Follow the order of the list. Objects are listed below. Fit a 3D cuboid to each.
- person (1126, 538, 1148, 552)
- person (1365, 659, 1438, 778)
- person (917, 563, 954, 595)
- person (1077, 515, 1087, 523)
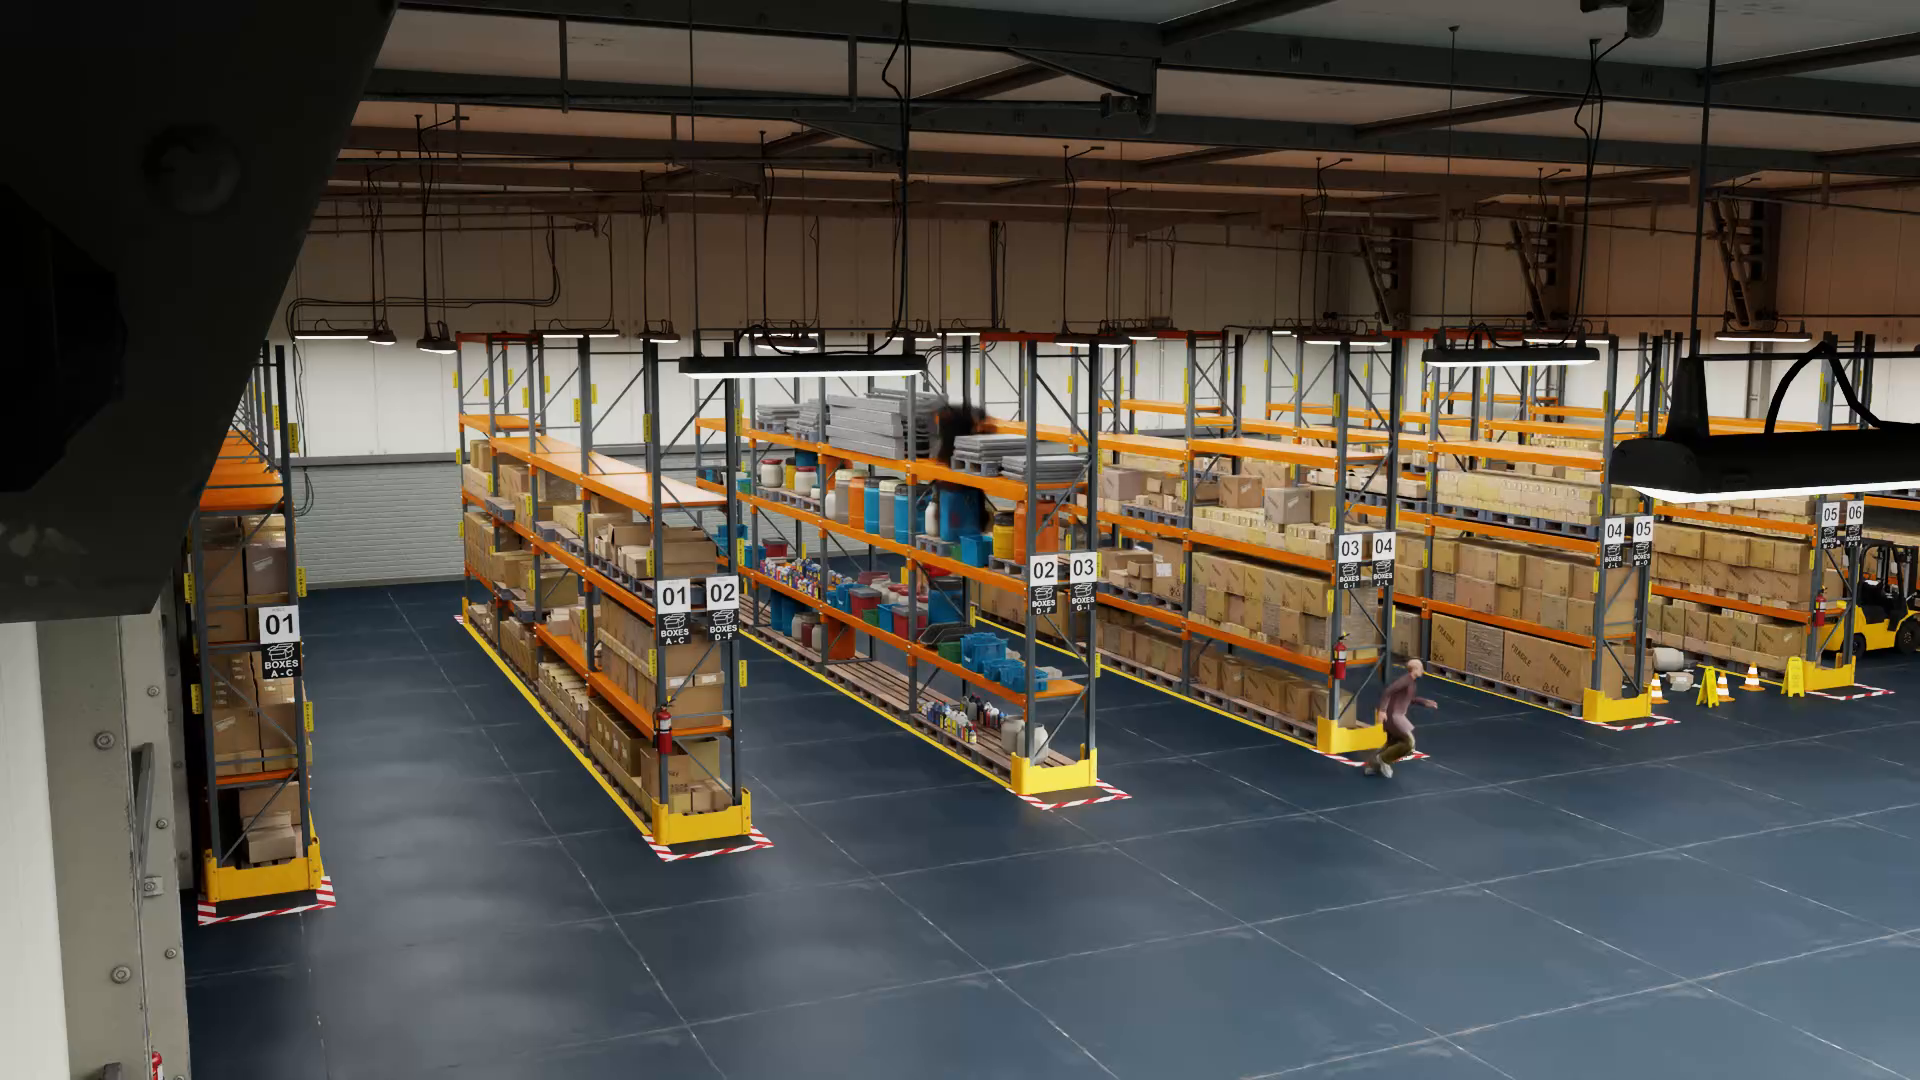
[{"bbox_3d":[4.466,-0.169,41.894,0.683,1.739,0.669,4,9,28],"label":"person"},{"bbox_3d":[6.078,2.446,22.866,0.939,1.641,0.713,3,8,18],"label":"person"},{"bbox_3d":[-0.475,0.989,33.813,0.674,1.590,0.922,-3,8,-20],"label":"person"},{"bbox_3d":[3.124,-0.181,41.973,0.576,1.657,0.966,4,9,30],"label":"person"}]
